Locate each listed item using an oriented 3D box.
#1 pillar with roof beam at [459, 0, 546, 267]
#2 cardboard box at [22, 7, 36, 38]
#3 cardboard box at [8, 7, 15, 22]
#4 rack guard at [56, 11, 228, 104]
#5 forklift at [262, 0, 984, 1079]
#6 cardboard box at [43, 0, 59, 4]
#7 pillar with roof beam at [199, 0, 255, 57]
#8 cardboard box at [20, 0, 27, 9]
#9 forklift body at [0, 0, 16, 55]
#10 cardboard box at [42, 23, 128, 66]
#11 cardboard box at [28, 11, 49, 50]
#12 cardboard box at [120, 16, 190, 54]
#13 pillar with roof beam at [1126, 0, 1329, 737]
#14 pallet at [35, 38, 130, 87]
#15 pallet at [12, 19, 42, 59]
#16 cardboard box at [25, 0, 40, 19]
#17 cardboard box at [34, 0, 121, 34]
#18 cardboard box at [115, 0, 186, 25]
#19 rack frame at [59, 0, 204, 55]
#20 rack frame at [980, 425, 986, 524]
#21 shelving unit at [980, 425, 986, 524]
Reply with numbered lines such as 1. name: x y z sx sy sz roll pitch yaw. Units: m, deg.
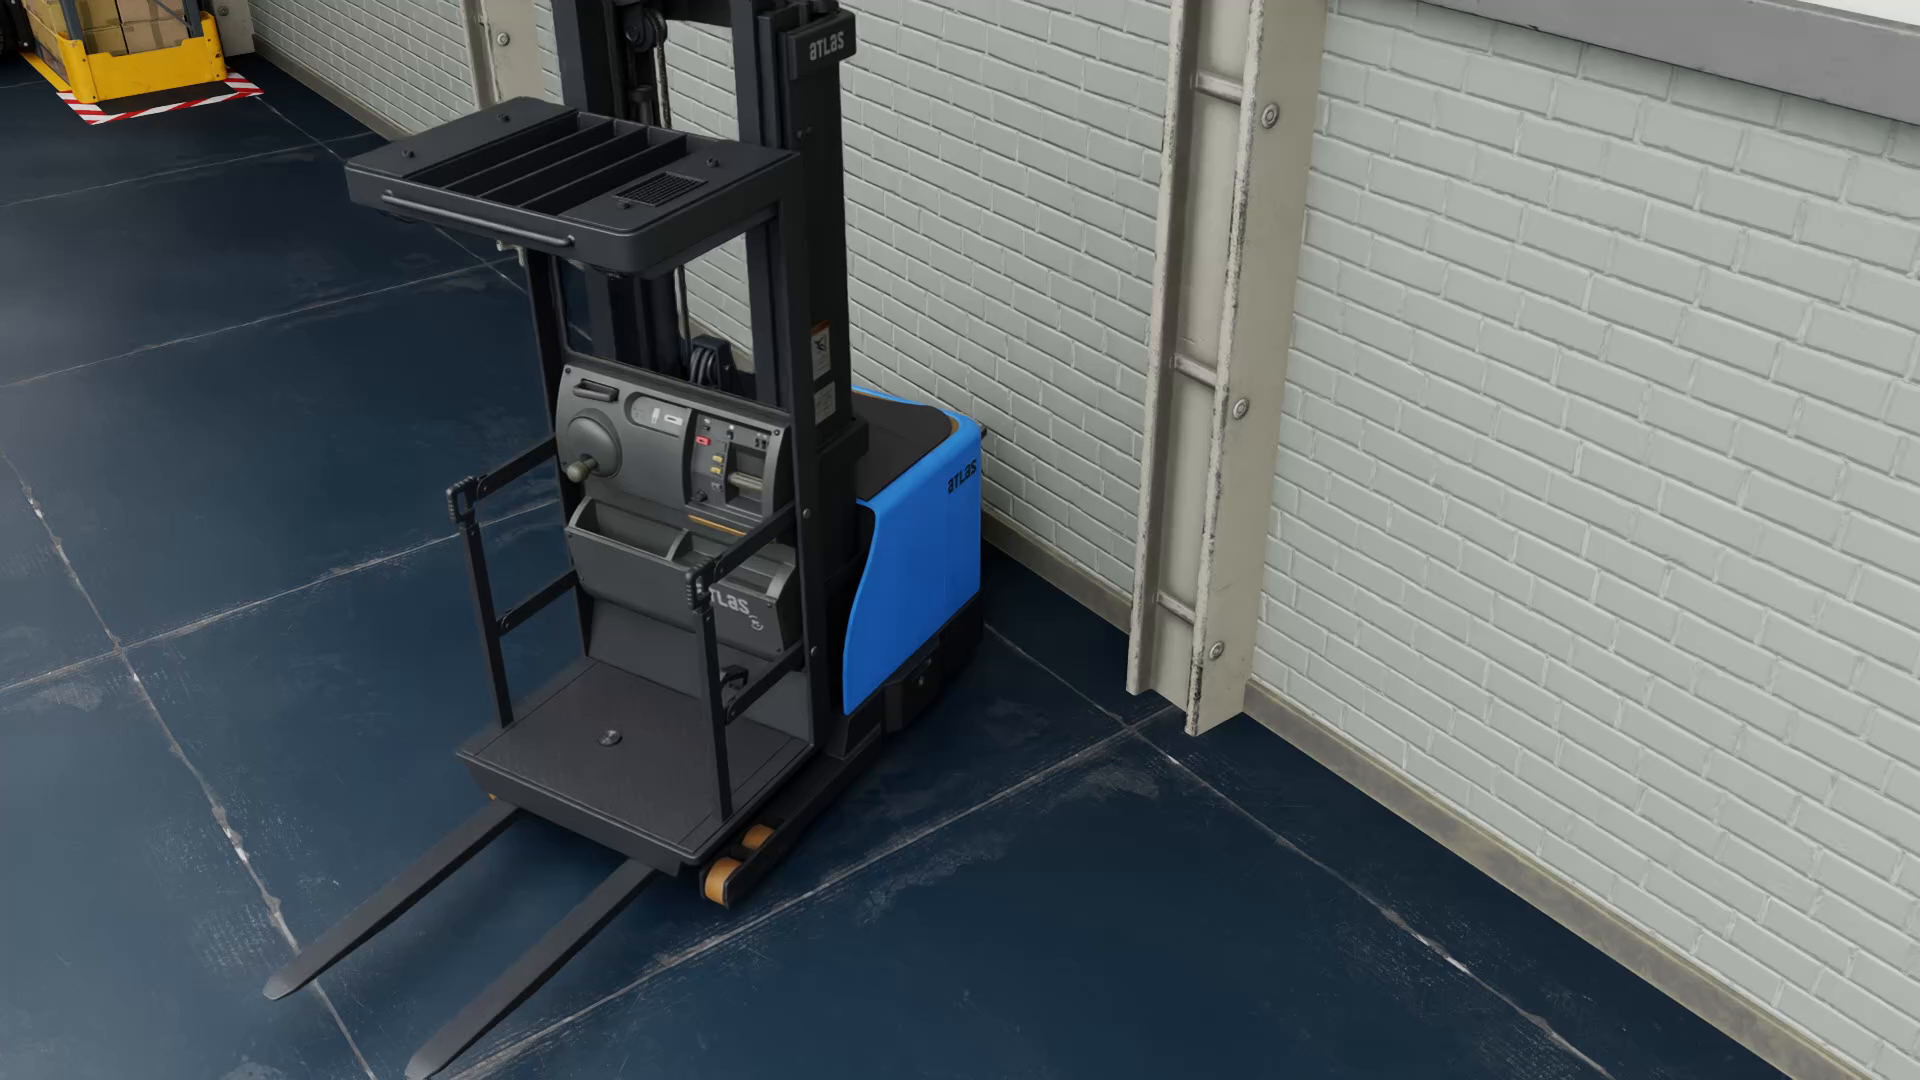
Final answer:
1. pillar with roof beam: -6.165 -4.291 6.129 9.100 9.000 0.400 -22 38 -31
2. cardboard box: -7.864 -4.580 14.489 0.500 0.250 0.500 -22 38 -31
3. cardboard box: -8.200 -4.789 14.826 0.500 0.250 0.500 -21 38 -30
4. rack guard: -6.714 -3.982 13.688 1.175 0.500 0.348 -22 38 -31
5. forklift: -1.084 -0.265 5.399 1.130 2.935 3.031 17 36 26
6. cardboard box: -7.258 -4.580 13.542 0.500 0.250 0.500 -21 37 -30
7. pillar with roof beam: -9.845 -6.791 10.156 9.100 9.000 0.400 -22 38 -31
8. cardboard box: -7.907 -4.799 14.368 0.500 0.250 0.500 -23 39 -32
9. forklift body: -9.333 -4.893 13.590 2.313 2.155 1.214 -22 38 -31
10. cardboard box: -7.267 -4.158 13.810 0.500 0.250 0.500 -22 38 -31
11. cardboard box: -7.564 -4.368 14.148 0.500 0.250 0.500 -22 38 -31
12. cardboard box: -6.876 -4.332 14.090 0.500 0.250 0.500 -22 38 -31
13. pillar with roof beam: -2.486 -1.790 2.103 9.100 9.000 0.400 -22 38 -31
14. pallet: -7.231 -4.175 14.271 1.003 0.211 1.213 -22 38 -31
15. pallet: -7.975 -4.683 15.089 1.003 0.211 1.213 -22 38 -31
16. cardboard box: -7.573 -4.591 14.033 0.500 0.250 0.500 -23 38 -32
17. cardboard box: -7.274 -4.378 13.691 0.500 0.250 0.500 -23 38 -32
18. cardboard box: -6.853 -4.540 13.951 0.500 0.250 0.500 -21 38 -31
19. rack frame: -6.729 -5.054 13.044 1.000 3.000 0.127 -22 38 -31
20. rack frame: -0.082 -0.114 7.303 0.032 0.500 1.125 15 33 21
21. shelving unit: -0.539 -0.238 7.489 1.048 0.538 1.125 15 33 21
